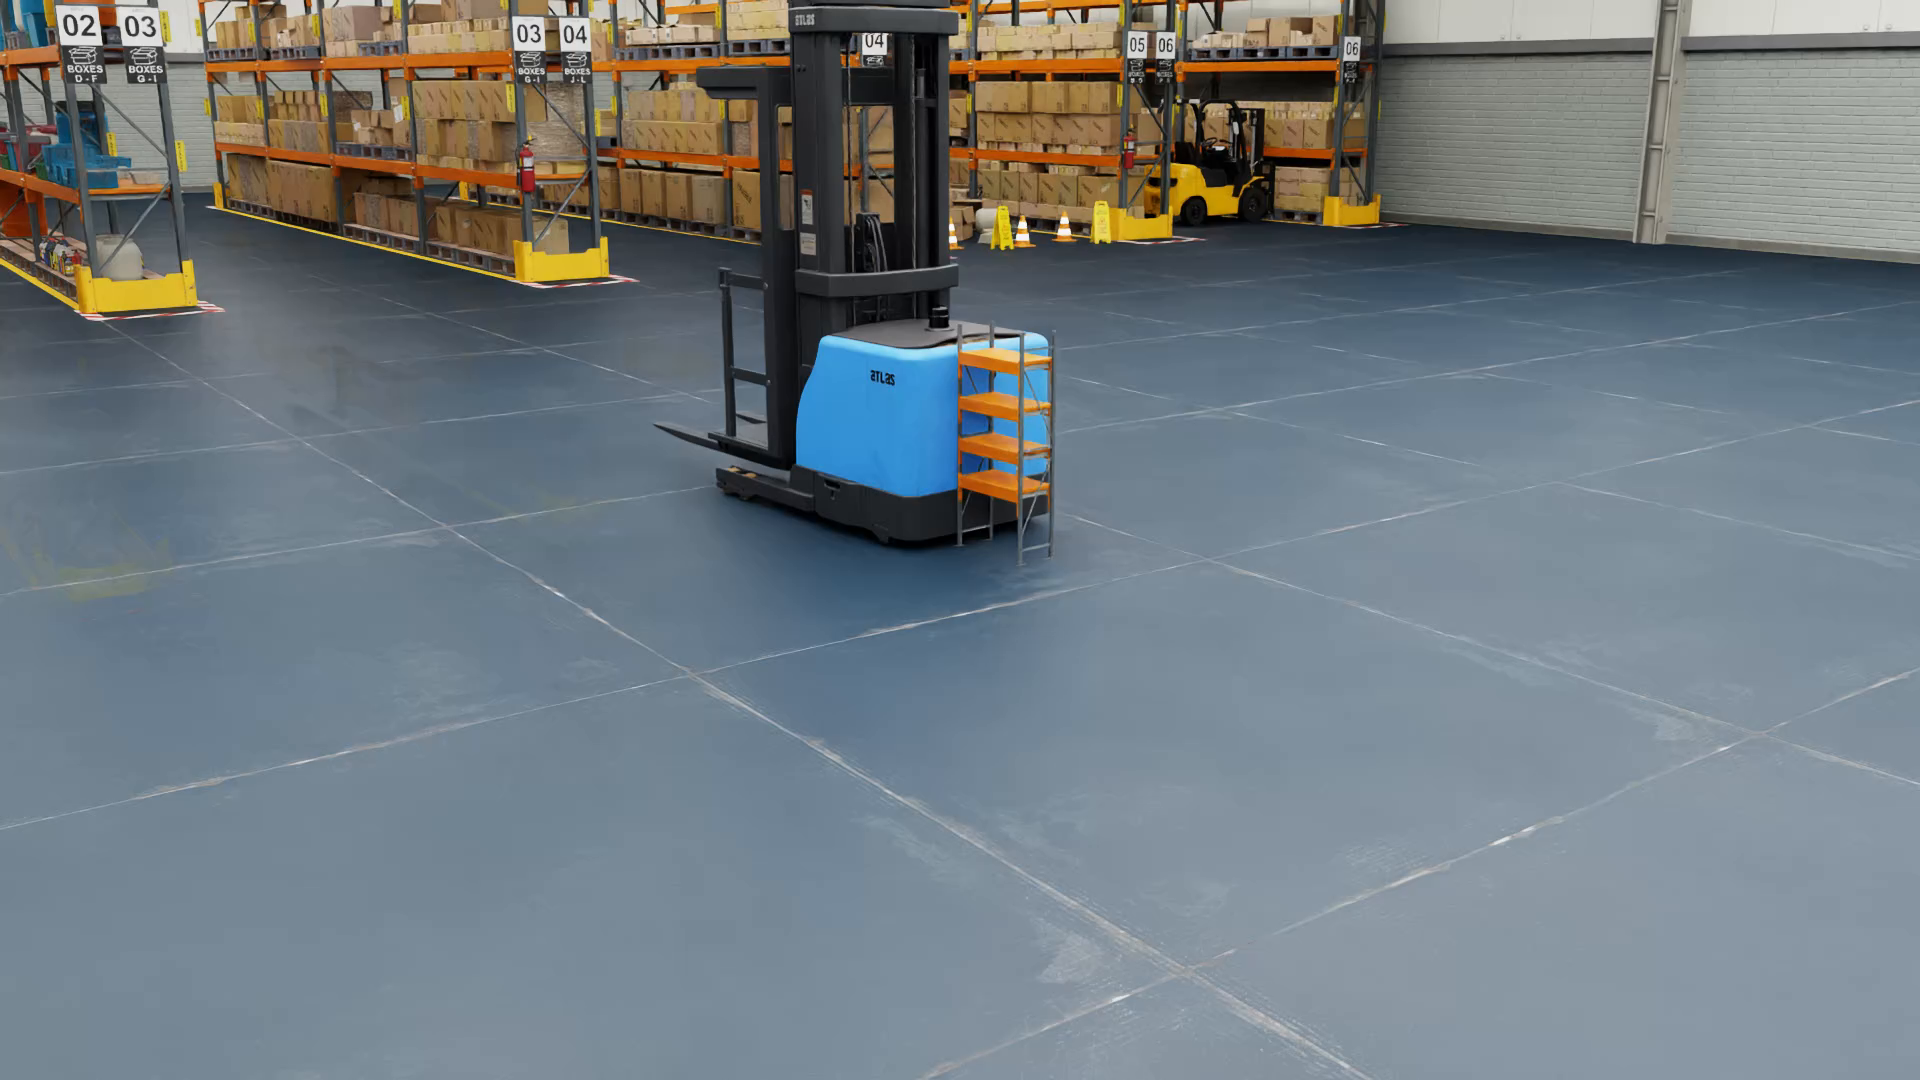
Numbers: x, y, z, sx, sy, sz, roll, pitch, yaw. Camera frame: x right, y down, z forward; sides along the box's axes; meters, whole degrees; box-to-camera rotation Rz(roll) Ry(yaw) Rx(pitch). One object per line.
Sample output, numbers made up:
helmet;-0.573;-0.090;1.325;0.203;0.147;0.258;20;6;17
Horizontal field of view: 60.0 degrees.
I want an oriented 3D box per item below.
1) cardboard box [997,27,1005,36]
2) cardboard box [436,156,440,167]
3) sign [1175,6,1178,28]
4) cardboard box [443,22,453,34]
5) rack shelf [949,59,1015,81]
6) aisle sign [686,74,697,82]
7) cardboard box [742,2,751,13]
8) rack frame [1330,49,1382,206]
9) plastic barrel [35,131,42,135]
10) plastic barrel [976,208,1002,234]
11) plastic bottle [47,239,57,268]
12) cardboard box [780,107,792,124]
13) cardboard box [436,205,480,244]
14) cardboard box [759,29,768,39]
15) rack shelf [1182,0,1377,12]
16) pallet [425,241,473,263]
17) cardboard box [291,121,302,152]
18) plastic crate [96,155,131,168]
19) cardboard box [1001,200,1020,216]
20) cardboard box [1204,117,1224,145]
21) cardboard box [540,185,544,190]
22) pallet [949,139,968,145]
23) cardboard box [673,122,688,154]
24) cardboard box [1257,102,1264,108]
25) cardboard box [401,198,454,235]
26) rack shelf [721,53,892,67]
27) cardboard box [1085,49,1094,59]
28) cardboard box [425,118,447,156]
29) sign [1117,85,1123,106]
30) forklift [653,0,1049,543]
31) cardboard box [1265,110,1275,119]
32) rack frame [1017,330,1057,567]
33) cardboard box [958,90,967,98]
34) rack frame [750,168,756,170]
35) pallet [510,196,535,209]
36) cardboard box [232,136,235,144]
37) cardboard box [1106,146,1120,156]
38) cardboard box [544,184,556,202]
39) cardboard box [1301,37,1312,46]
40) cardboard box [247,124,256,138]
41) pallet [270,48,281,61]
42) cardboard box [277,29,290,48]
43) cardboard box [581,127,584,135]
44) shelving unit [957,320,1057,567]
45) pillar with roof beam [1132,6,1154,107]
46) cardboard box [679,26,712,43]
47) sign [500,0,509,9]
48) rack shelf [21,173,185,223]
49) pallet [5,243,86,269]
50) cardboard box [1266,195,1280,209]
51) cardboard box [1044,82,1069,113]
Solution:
cardboard box;0.856;-8.670;28.353;0.380;0.149;0.250;-12;19;-36
cardboard box;-7.062;-5.278;23.153;0.380;0.149;0.250;-11;19;-35
sign;3.401;-8.284;26.325;0.100;0.325;0.005;-11;19;-35
cardboard box;-6.667;-6.825;22.176;0.380;0.149;0.250;-11;19;-36
rack shelf;-0.566;-8.713;30.909;1.077;0.370;4.000;-11;19;-35
aisle sign;-6.237;-11.066;38.900;0.394;0.787;0.004;-11;19;-35
cardboard box;-3.096;-8.118;25.354;0.380;0.149;0.250;-11;19;-35
rack frame;6.975;-7.103;29.346;1.000;3.000;0.127;-11;19;-35
plastic barrel;-12.739;-5.511;23.316;0.421;0.512;0.421;0;15;0
plastic barrel;0.523;-5.295;27.622;0.512;0.421;0.421;1;15;4
plastic bottle;-11.162;-3.536;20.500;0.144;0.351;0.185;-12;19;-37
cardboard box;-2.204;-6.557;25.022;0.875;0.550;0.500;-11;19;-35
cardboard box;-7.203;-4.553;23.969;0.500;0.500;0.500;-12;19;-36
cardboard box;-2.796;-7.625;25.062;0.380;0.149;0.250;-11;19;-35
rack shelf;5.799;-9.884;30.263;1.077;0.370;4.000;-11;19;-35
pallet;-6.982;-4.165;23.893;1.003;0.211;1.213;-11;19;-35
cardboard box;-11.143;-6.944;28.574;0.500;0.500;0.500;-10;18;-33
plastic crate;-10.542;-4.613;20.530;0.499;0.251;0.616;-11;19;-35
cardboard box;1.062;-5.782;28.933;0.500;0.250;0.500;-10;18;-31
cardboard box;4.992;-7.762;31.563;0.500;0.500;0.500;-10;18;-34
cardboard box;-8.481;-7.093;33.352;0.380;0.149;0.250;-10;18;-33
pallet;-0.545;-7.531;31.274;1.003;0.211;1.213;-11;19;-35
cardboard box;-4.452;-6.730;27.794;0.500;0.500;0.500;-11;19;-34
cardboard box;5.687;-7.978;30.562;0.380;0.149;0.250;-11;19;-34
cardboard box;-8.015;-4.894;25.175;0.700;0.500;0.500;-11;19;-35
rack shelf;-2.158;-7.069;24.902;1.077;0.370;4.000;-11;19;-35
cardboard box;2.224;-7.800;26.688;0.380;0.149;0.250;-10;18;-33
cardboard box;-6.926;-5.622;23.180;0.875;0.500;0.500;-11;19;-35
sign;2.501;-6.961;26.035;0.100;0.325;0.005;-11;19;-35
forklift;-0.825;-1.723;9.819;1.130;2.935;3.031;-12;20;-38
cardboard box;5.770;-7.765;30.346;0.380;0.149;0.250;-11;19;-34
rack frame;0.393;-0.461;8.486;0.240;1.200;0.015;-12;20;-38
cardboard box;-0.102;-8.264;30.812;0.380;0.149;0.250;-10;18;-31
rack frame;-4.094;-8.894;35.891;1.000;3.000;0.127;-11;19;-35
pallet;-8.462;-6.897;33.877;1.003;0.211;1.213;-11;19;-35
cardboard box;-13.762;-7.688;31.959;0.380;0.149;0.250;-11;19;-35
cardboard box;2.569;-6.257;26.732;0.380;0.149;0.250;-10;18;-33
cardboard box;-7.818;-6.902;32.552;0.500;0.500;0.500;-10;18;-32
cardboard box;6.242;-8.809;29.389;0.380;0.149;0.250;-12;19;-36
cardboard box;-12.888;-7.591;30.849;0.500;0.250;0.500;-10;18;-33
pallet;-11.531;-8.522;29.213;0.805;0.209;1.217;-12;19;-37
cardboard box;-11.537;-8.714;28.924;0.500;0.311;0.500;-12;19;-36
cardboard box;-6.788;-7.528;30.578;0.380;0.149;0.250;-11;19;-35
shelving unit;0.238;-0.510;8.667;0.258;1.200;0.503;-12;20;-38
pillar with roof beam;0.284;-10.898;31.849;9.100;9.000;0.400;-11;19;-35
cardboard box;-4.238;-8.251;27.157;0.500;0.250;0.500;-11;19;-35
sign;-5.515;-6.586;20.096;0.100;0.325;0.005;-11;19;-35
rack shelf;-10.236;-4.105;19.755;1.077;0.370;4.000;-11;19;-35
pallet;-12.627;-3.956;23.132;1.003;0.211;1.213;-11;19;-35
cardboard box;5.871;-6.247;30.630;0.500;0.250;0.500;-11;19;-34
cardboard box;1.810;-7.283;27.357;0.700;0.500;0.500;-11;19;-35
